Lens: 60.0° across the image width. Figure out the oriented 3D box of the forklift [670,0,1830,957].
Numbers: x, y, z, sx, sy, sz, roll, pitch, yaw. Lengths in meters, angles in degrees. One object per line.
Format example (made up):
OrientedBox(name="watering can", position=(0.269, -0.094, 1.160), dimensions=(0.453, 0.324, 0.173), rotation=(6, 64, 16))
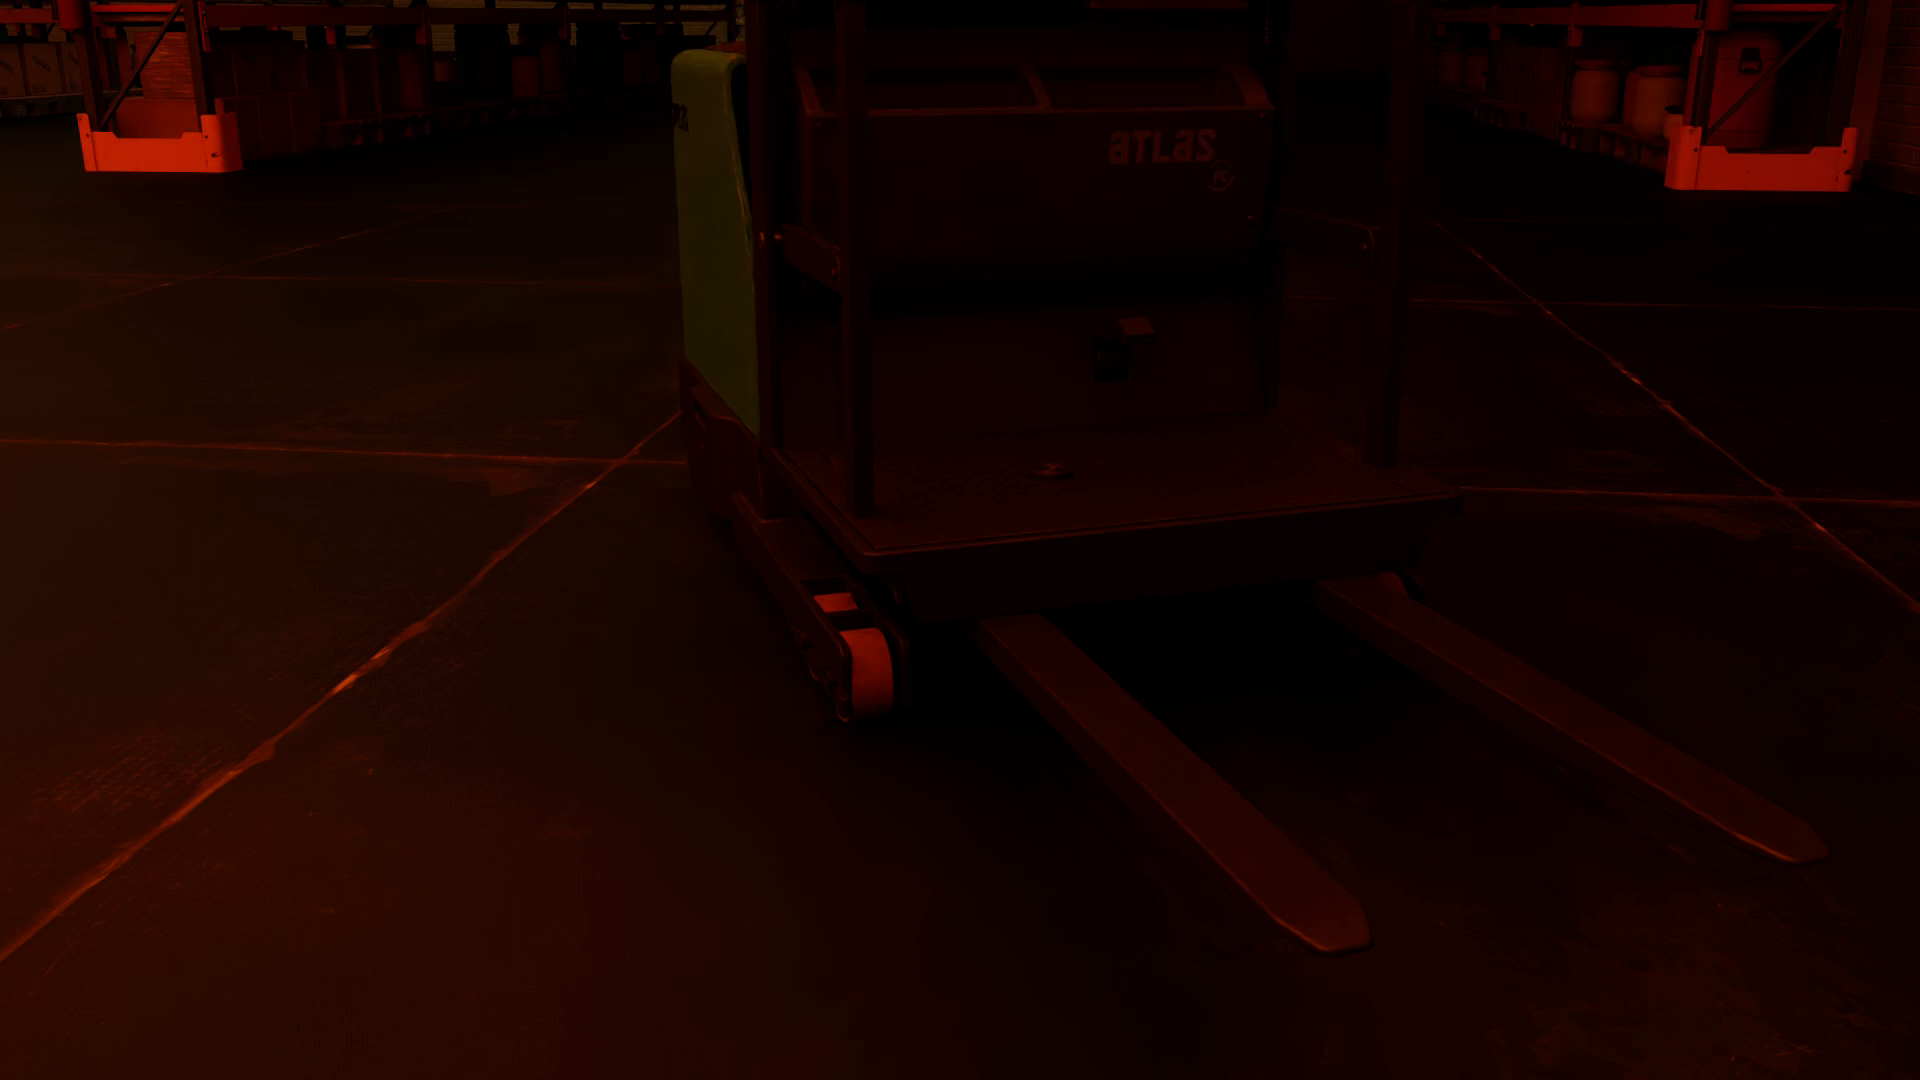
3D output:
OrientedBox(name="forklift", position=(0.217, -1.220, 2.822), dimensions=(1.130, 2.935, 3.031), rotation=(-6, 18, -18))
